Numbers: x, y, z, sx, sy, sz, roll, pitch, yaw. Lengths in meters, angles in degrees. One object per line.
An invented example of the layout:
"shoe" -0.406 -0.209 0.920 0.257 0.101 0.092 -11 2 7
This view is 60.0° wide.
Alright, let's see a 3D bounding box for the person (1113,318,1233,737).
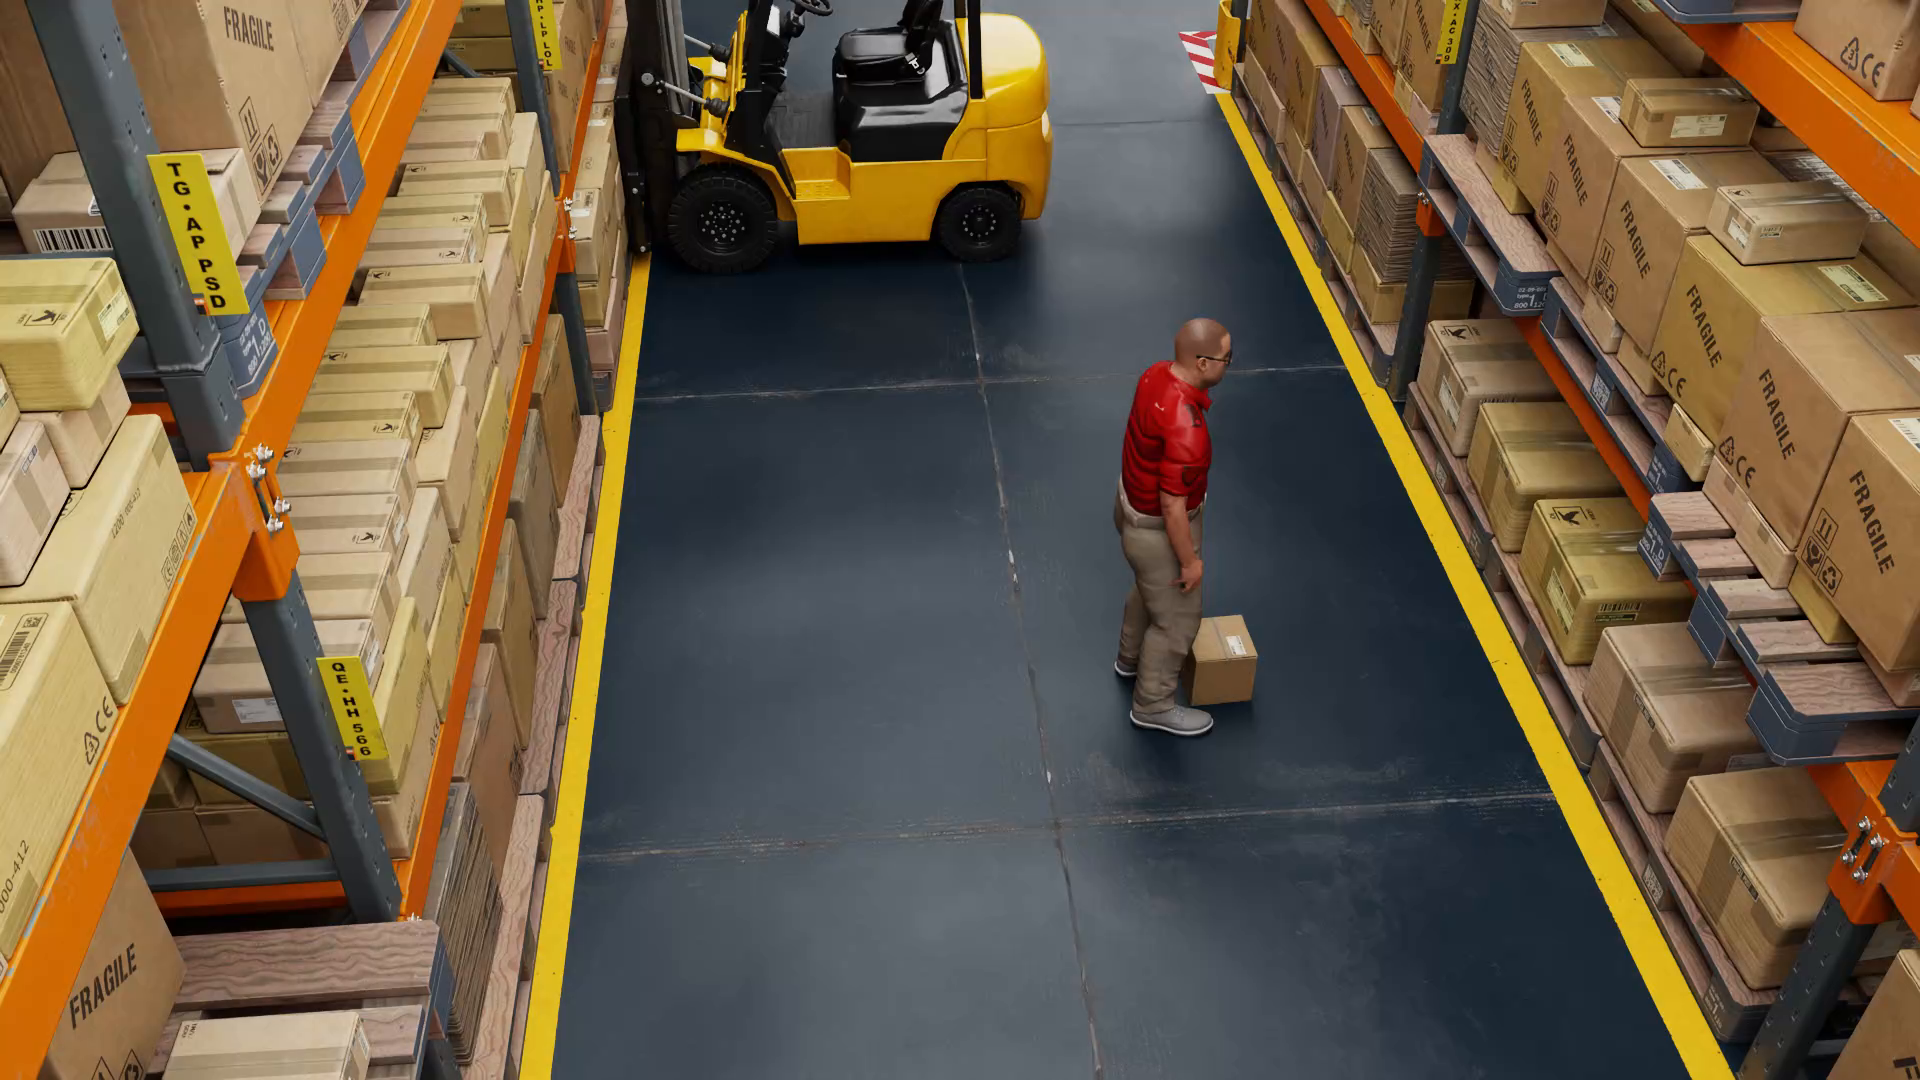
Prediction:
"person" 0.785 -0.062 6.243 0.391 1.726 0.584 -4 39 -5
